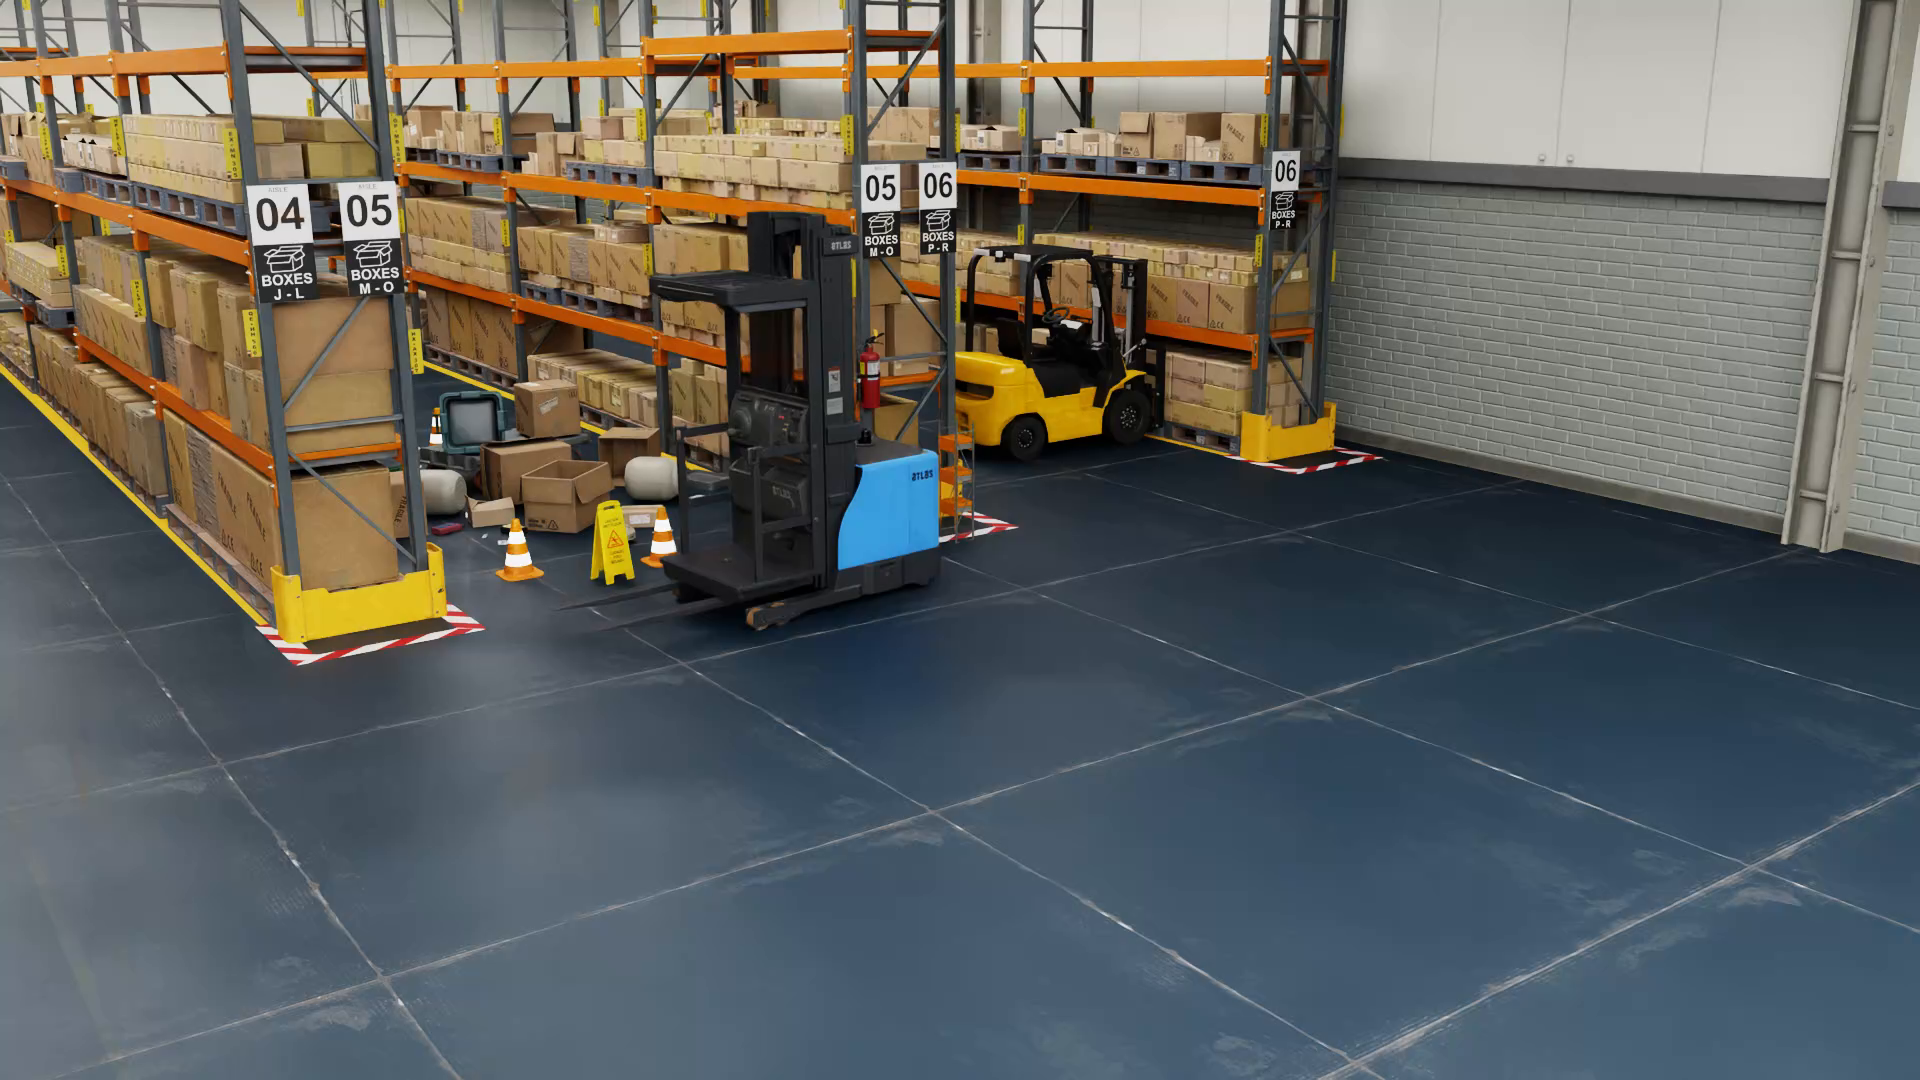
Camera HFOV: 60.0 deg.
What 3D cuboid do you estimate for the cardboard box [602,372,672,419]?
[{"bbox_3d":[-3.567,-1.676,19.201,0.950,0.372,0.625,-10,18,-31],"label":"cardboard box"}]

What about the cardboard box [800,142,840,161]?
[{"bbox_3d":[-1.203,-3.472,14.862,0.380,0.149,0.250,-11,19,-35],"label":"cardboard box"}]

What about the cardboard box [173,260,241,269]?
[{"bbox_3d":[-6.169,-2.096,14.223,0.875,0.550,0.550,-11,19,-35],"label":"cardboard box"}]

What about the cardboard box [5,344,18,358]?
[{"bbox_3d":[-13.046,-2.642,23.151,0.380,0.149,0.250,-12,19,-37],"label":"cardboard box"}]

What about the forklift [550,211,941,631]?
[{"bbox_3d":[-1.593,-0.909,12.345,3.031,2.935,1.130,-13,20,-40],"label":"forklift"}]

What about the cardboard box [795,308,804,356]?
[{"bbox_3d":[-1.312,-1.995,15.430,0.500,0.500,0.500,-11,19,-34],"label":"cardboard box"}]

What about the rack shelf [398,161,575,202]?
[{"bbox_3d":[-6.359,-4.858,22.323,1.077,0.370,4.000,-11,19,-35],"label":"rack shelf"}]

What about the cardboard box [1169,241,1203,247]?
[{"bbox_3d":[2.622,-3.338,19.108,0.380,0.149,0.250,-11,19,-34],"label":"cardboard box"}]

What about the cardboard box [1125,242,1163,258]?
[{"bbox_3d":[2.111,-3.325,19.061,0.380,0.149,0.250,-11,19,-34],"label":"cardboard box"}]

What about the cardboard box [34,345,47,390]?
[{"bbox_3d":[-11.260,-2.193,20.845,0.500,0.500,0.500,-10,18,-32],"label":"cardboard box"}]

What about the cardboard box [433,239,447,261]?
[{"bbox_3d":[-6.900,-3.997,22.835,0.500,0.250,0.500,-11,19,-34],"label":"cardboard box"}]

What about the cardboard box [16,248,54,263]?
[{"bbox_3d":[-11.007,-3.386,19.818,0.380,0.149,0.250,-11,19,-35],"label":"cardboard box"}]

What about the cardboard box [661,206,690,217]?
[{"bbox_3d":[-4.943,-5.784,28.327,0.500,0.500,0.500,-10,18,-33],"label":"cardboard box"}]

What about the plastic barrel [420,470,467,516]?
[{"bbox_3d":[-4.868,-0.440,15.381,0.512,0.421,0.421,1,15,4],"label":"plastic barrel"}]

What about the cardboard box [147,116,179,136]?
[{"bbox_3d":[-6.236,-3.300,13.249,0.380,0.149,0.250,-11,19,-34],"label":"cardboard box"}]

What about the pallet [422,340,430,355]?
[{"bbox_3d":[-7.919,-3.014,25.190,1.003,0.211,1.213,-11,19,-35],"label":"pallet"}]

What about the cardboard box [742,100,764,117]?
[{"bbox_3d":[-3.287,-6.821,26.276,0.396,0.266,0.258,-11,19,-35],"label":"cardboard box"}]

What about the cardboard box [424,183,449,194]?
[{"bbox_3d":[-7.675,-5.188,24.537,0.380,0.149,0.250,-11,19,-34],"label":"cardboard box"}]

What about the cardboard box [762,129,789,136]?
[{"bbox_3d":[-2.744,-6.083,24.927,0.380,0.149,0.250,-10,18,-33],"label":"cardboard box"}]

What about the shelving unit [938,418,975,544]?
[{"bbox_3d":[-0.031,-0.518,14.479,0.215,1.050,0.252,-11,19,-35],"label":"shelving unit"}]

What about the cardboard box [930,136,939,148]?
[{"bbox_3d":[-0.164,-5.177,21.616,0.380,0.149,0.250,-11,19,-35],"label":"cardboard box"}]

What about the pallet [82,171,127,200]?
[{"bbox_3d":[-8.046,-3.529,16.463,1.003,0.211,1.213,-10,18,-32],"label":"pallet"}]

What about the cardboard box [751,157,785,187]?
[{"bbox_3d":[-1.602,-3.425,15.448,0.500,0.250,0.500,-10,18,-33],"label":"cardboard box"}]

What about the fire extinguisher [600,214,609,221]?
[{"bbox_3d":[-6.335,-5.553,30.035,0.296,0.674,0.183,-11,19,-35],"label":"fire extinguisher"}]

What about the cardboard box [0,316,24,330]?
[{"bbox_3d":[-13.495,-3.085,23.643,0.380,0.149,0.250,-11,19,-35],"label":"cardboard box"}]

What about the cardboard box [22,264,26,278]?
[{"bbox_3d":[-10.845,-3.185,19.647,0.380,0.149,0.250,-11,19,-35],"label":"cardboard box"}]

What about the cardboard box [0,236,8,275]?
[{"bbox_3d":[-12.297,-3.757,21.868,0.500,0.500,0.500,-11,19,-36],"label":"cardboard box"}]

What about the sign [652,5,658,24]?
[{"bbox_3d":[-5.413,-9.312,29.485,0.100,0.325,0.005,-11,19,-35],"label":"sign"}]

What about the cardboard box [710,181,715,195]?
[{"bbox_3d":[-2.240,-3.479,16.398,0.380,0.149,0.250,-12,19,-36],"label":"cardboard box"}]

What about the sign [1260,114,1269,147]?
[{"bbox_3d":[3.086,-4.148,16.840,0.100,0.325,0.005,-11,19,-35],"label":"sign"}]

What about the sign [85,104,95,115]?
[{"bbox_3d":[-11.033,-5.368,21.099,0.100,0.325,0.005,-11,19,-35],"label":"sign"}]

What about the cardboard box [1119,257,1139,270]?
[{"bbox_3d":[2.049,-3.167,19.046,0.380,0.149,0.250,-11,19,-36],"label":"cardboard box"}]

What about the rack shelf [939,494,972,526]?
[{"bbox_3d":[-0.031,-0.240,14.555,0.215,0.259,0.240,-11,19,-35],"label":"rack shelf"}]

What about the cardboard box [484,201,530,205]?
[{"bbox_3d":[-6.161,-4.330,22.631,0.500,0.500,0.500,-11,18,-34],"label":"cardboard box"}]

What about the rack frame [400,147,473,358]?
[{"bbox_3d":[-7.535,-4.185,24.184,1.000,3.000,0.127,-11,19,-35],"label":"rack frame"}]

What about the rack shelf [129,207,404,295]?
[{"bbox_3d":[-5.600,-2.359,13.195,1.077,0.370,4.000,-11,19,-35],"label":"rack shelf"}]

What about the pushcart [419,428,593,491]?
[{"bbox_3d":[-4.646,-0.847,16.957,0.936,0.377,1.648,10,18,33],"label":"pushcart"}]

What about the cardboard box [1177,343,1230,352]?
[{"bbox_3d":[2.822,-2.099,19.081,0.500,0.250,0.500,-11,19,-35],"label":"cardboard box"}]

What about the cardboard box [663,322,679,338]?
[{"bbox_3d":[-2.906,-2.238,17.548,0.380,0.149,0.250,-11,19,-35],"label":"cardboard box"}]

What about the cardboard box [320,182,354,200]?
[{"bbox_3d":[-4.366,-2.532,11.953,0.380,0.149,0.250,-11,19,-34],"label":"cardboard box"}]

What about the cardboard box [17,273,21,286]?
[{"bbox_3d":[-11.162,-3.155,20.101,0.380,0.149,0.250,-11,19,-34],"label":"cardboard box"}]

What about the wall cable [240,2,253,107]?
[{"bbox_3d":[-13.460,-9.103,30.791,0.463,3.000,0.029,-11,19,-35],"label":"wall cable"}]

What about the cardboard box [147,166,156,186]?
[{"bbox_3d":[-6.390,-2.970,13.556,0.380,0.149,0.250,-11,19,-35],"label":"cardboard box"}]

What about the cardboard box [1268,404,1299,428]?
[{"bbox_3d":[3.403,-1.405,18.441,0.500,0.250,0.500,-11,19,-34],"label":"cardboard box"}]

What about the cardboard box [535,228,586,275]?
[{"bbox_3d":[-4.794,-3.483,20.070,0.500,0.500,0.500,-10,18,-32],"label":"cardboard box"}]

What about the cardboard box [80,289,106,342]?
[{"bbox_3d":[-8.781,-2.343,17.265,0.500,0.500,0.500,-11,19,-35],"label":"cardboard box"}]

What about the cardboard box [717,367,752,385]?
[{"bbox_3d":[-2.214,-1.657,16.712,0.380,0.149,0.250,-10,18,-31],"label":"cardboard box"}]

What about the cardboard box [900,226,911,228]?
[{"bbox_3d":[-0.891,-4.242,22.973,0.380,0.149,0.250,-10,18,-33],"label":"cardboard box"}]

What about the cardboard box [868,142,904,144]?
[{"bbox_3d":[-0.684,-3.492,14.934,0.380,0.149,0.250,-11,19,-35],"label":"cardboard box"}]

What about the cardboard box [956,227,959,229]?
[{"bbox_3d":[-0.177,-4.212,22.866,0.380,0.149,0.250,-11,19,-35],"label":"cardboard box"}]

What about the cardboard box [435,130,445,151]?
[{"bbox_3d":[-6.744,-5.325,22.126,0.396,0.266,0.258,-9,18,-30],"label":"cardboard box"}]

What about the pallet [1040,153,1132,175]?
[{"bbox_3d":[1.704,-4.474,19.725,1.003,0.211,1.213,-11,19,-35],"label":"pallet"}]

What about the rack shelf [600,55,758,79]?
[{"bbox_3d":[-4.698,-7.928,27.866,1.077,0.370,4.000,-11,19,-35],"label":"rack shelf"}]
